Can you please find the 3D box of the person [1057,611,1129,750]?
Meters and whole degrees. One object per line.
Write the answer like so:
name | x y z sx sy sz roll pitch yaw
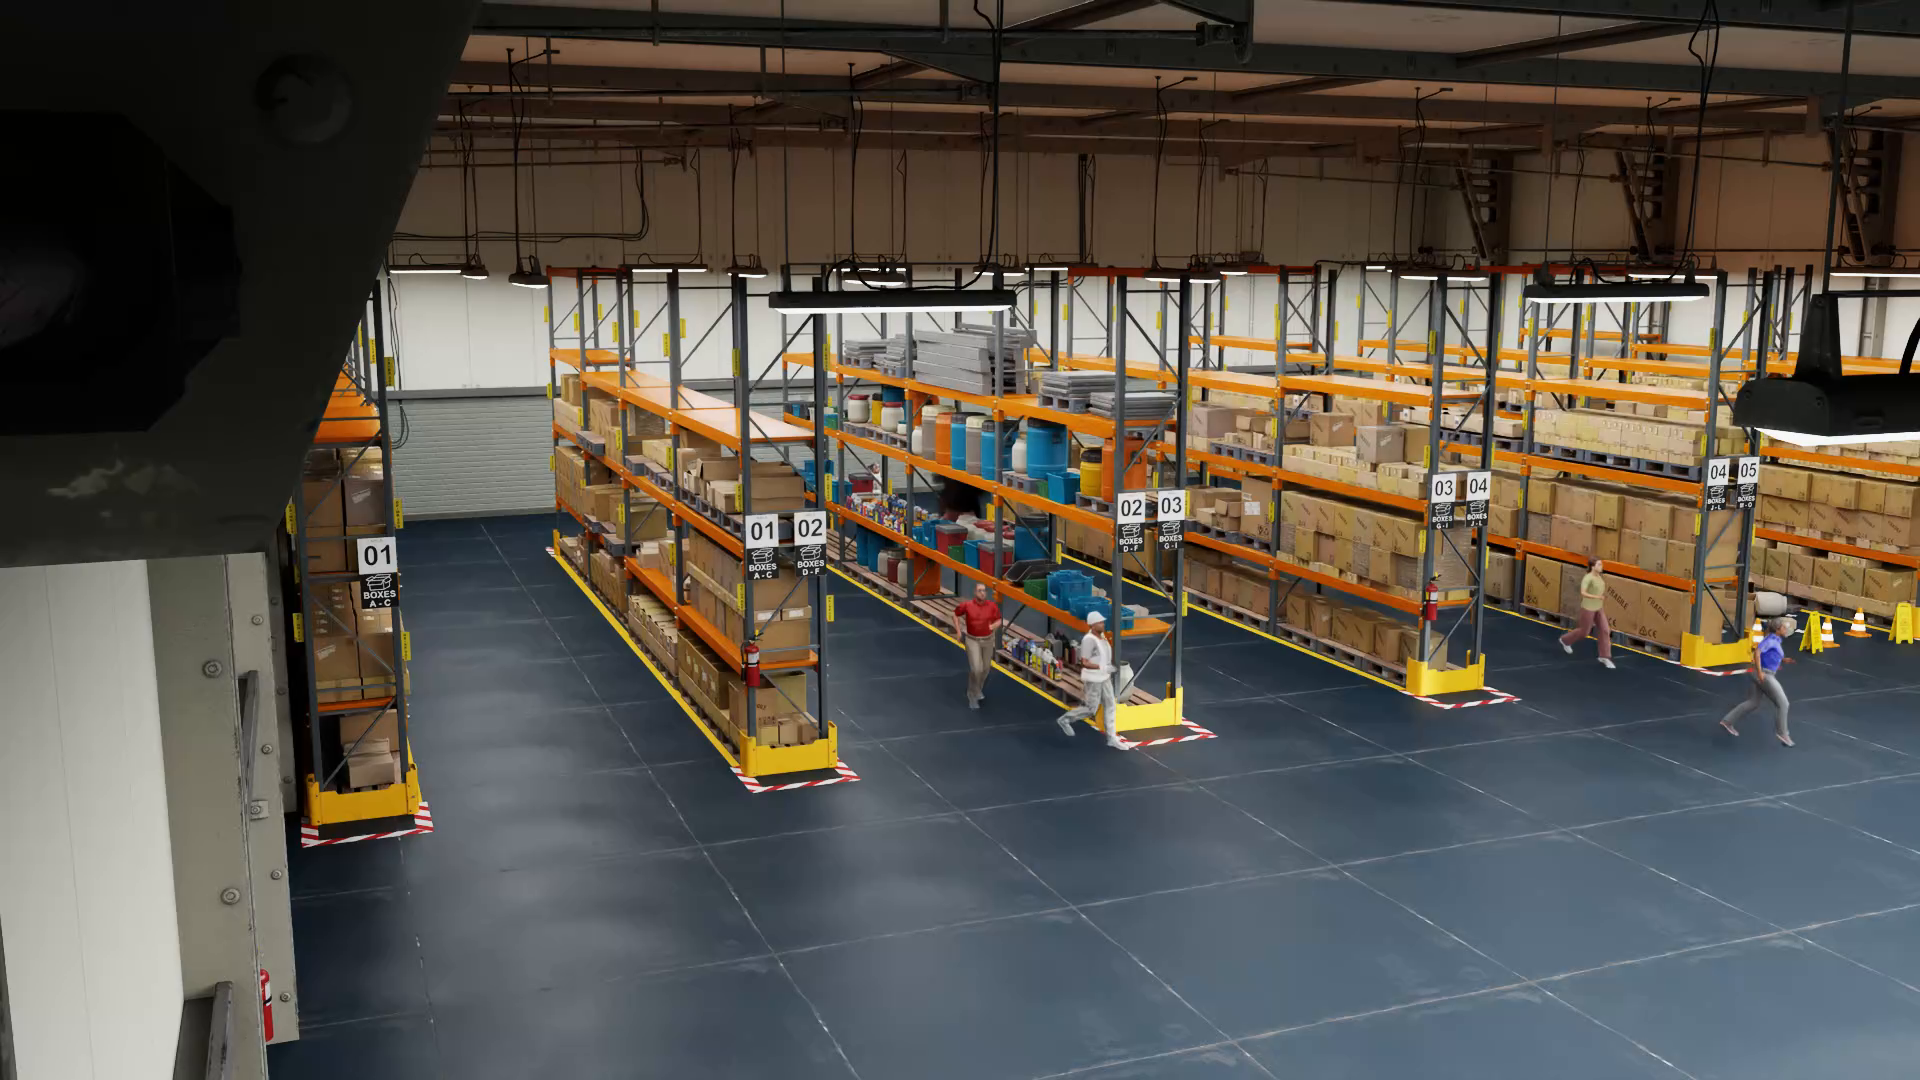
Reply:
person | 1.715 1.786 21.270 0.968 1.788 0.683 5 11 26

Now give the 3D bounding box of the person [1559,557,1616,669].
person | 9.711 1.081 25.651 0.606 1.690 0.974 -8 13 -39

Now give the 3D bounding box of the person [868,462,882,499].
person | -1.807 -0.982 37.542 0.529 1.610 0.635 8 13 40

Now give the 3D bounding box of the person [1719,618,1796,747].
person | 10.344 1.836 21.456 0.931 1.679 0.600 3 10 14

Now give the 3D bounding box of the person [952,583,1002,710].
person | 0.274 1.480 23.254 0.633 1.777 0.760 -4 11 -19
